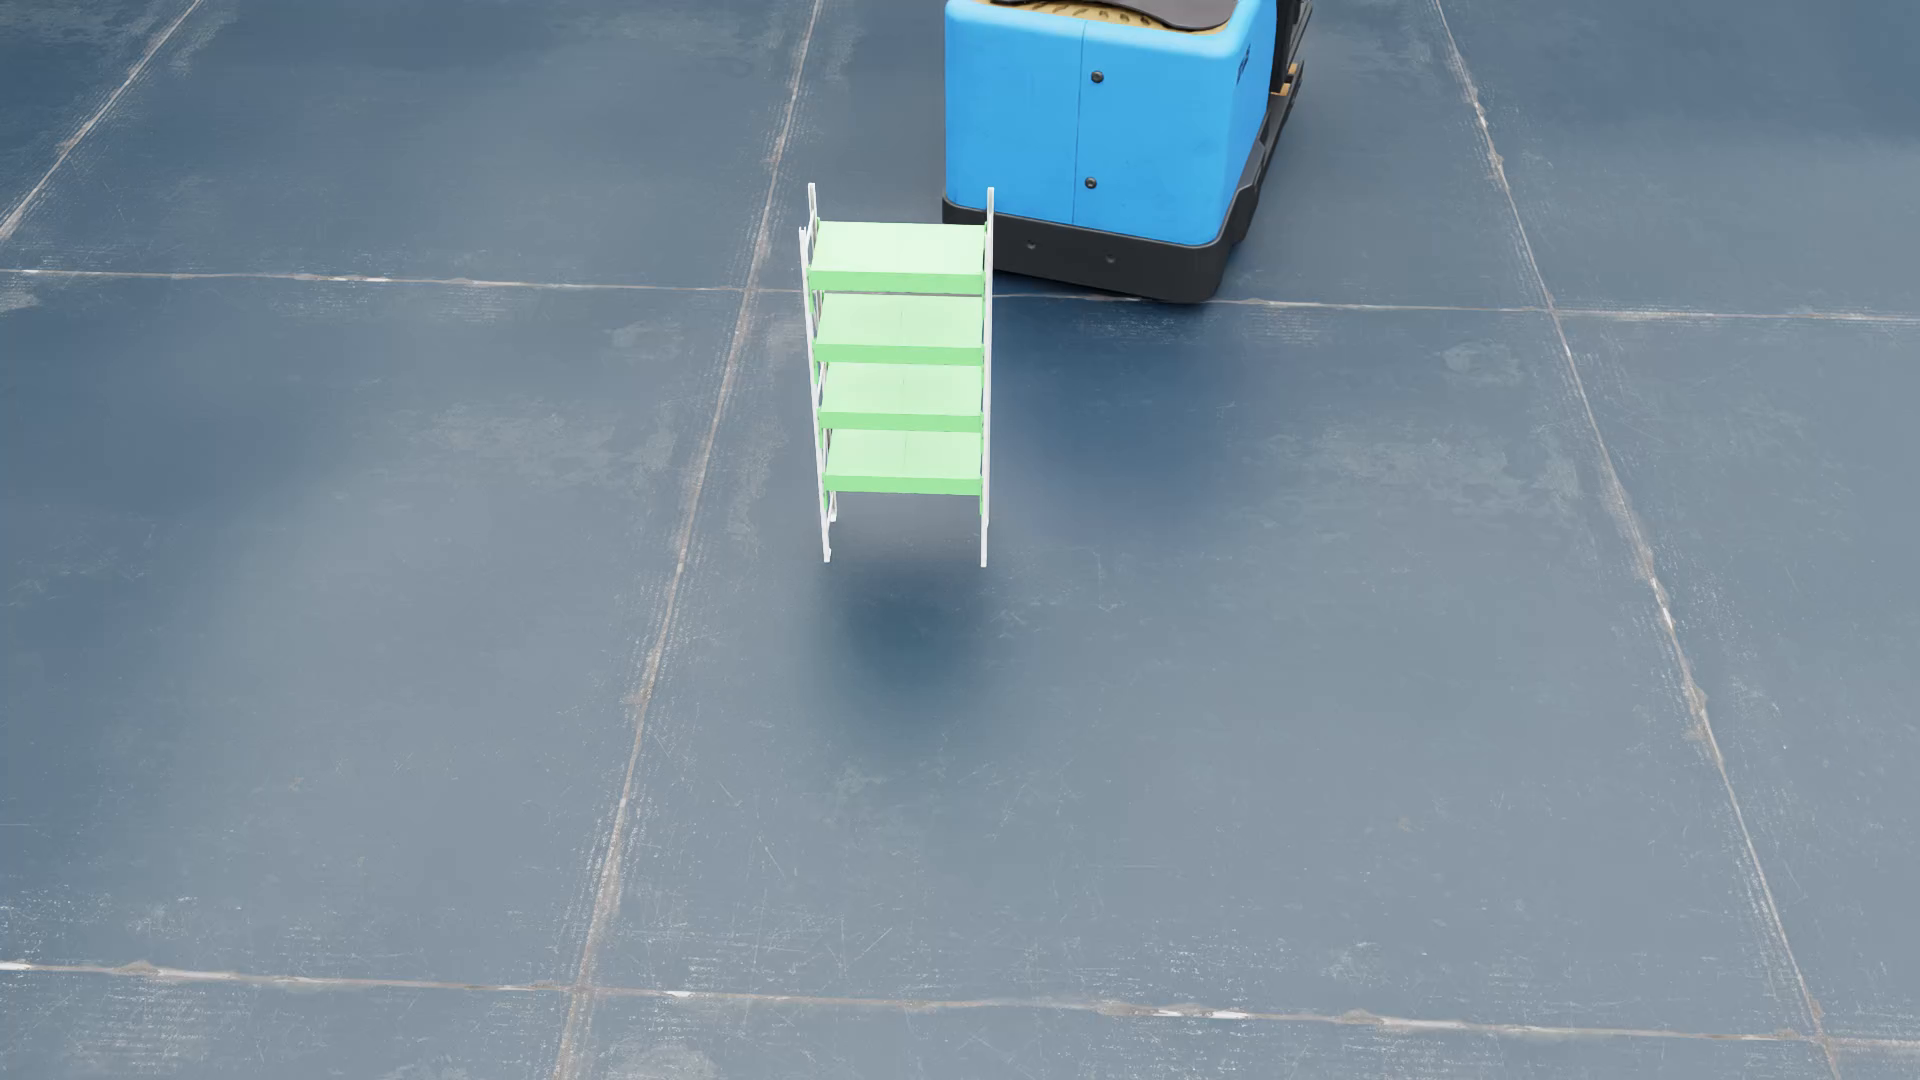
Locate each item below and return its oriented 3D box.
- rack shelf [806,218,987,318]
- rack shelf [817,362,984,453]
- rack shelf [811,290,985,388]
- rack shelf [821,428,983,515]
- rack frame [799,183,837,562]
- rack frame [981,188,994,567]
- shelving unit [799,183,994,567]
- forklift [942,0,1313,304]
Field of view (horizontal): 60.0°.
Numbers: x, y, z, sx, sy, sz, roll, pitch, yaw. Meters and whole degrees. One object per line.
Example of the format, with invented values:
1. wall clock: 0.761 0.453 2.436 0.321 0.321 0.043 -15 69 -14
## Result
1. rack shelf: -0.165 -0.749 4.563 0.480 0.148 0.258 2 43 2
2. rack shelf: -0.165 -0.397 4.890 0.480 0.148 0.258 2 43 2
3. rack shelf: -0.165 -0.573 4.726 0.480 0.148 0.258 2 43 2
4. rack shelf: -0.165 -0.222 5.054 0.480 0.148 0.258 2 43 2
5. rack frame: -0.409 -0.452 4.855 0.015 1.200 0.240 2 43 2
6. rack frame: 0.078 -0.437 4.838 0.015 1.200 0.240 2 43 2
7. shelving unit: -0.165 -0.444 4.846 0.503 1.200 0.258 2 43 2
8. forklift: 0.874 -2.955 6.272 1.130 2.935 3.031 13 44 13
